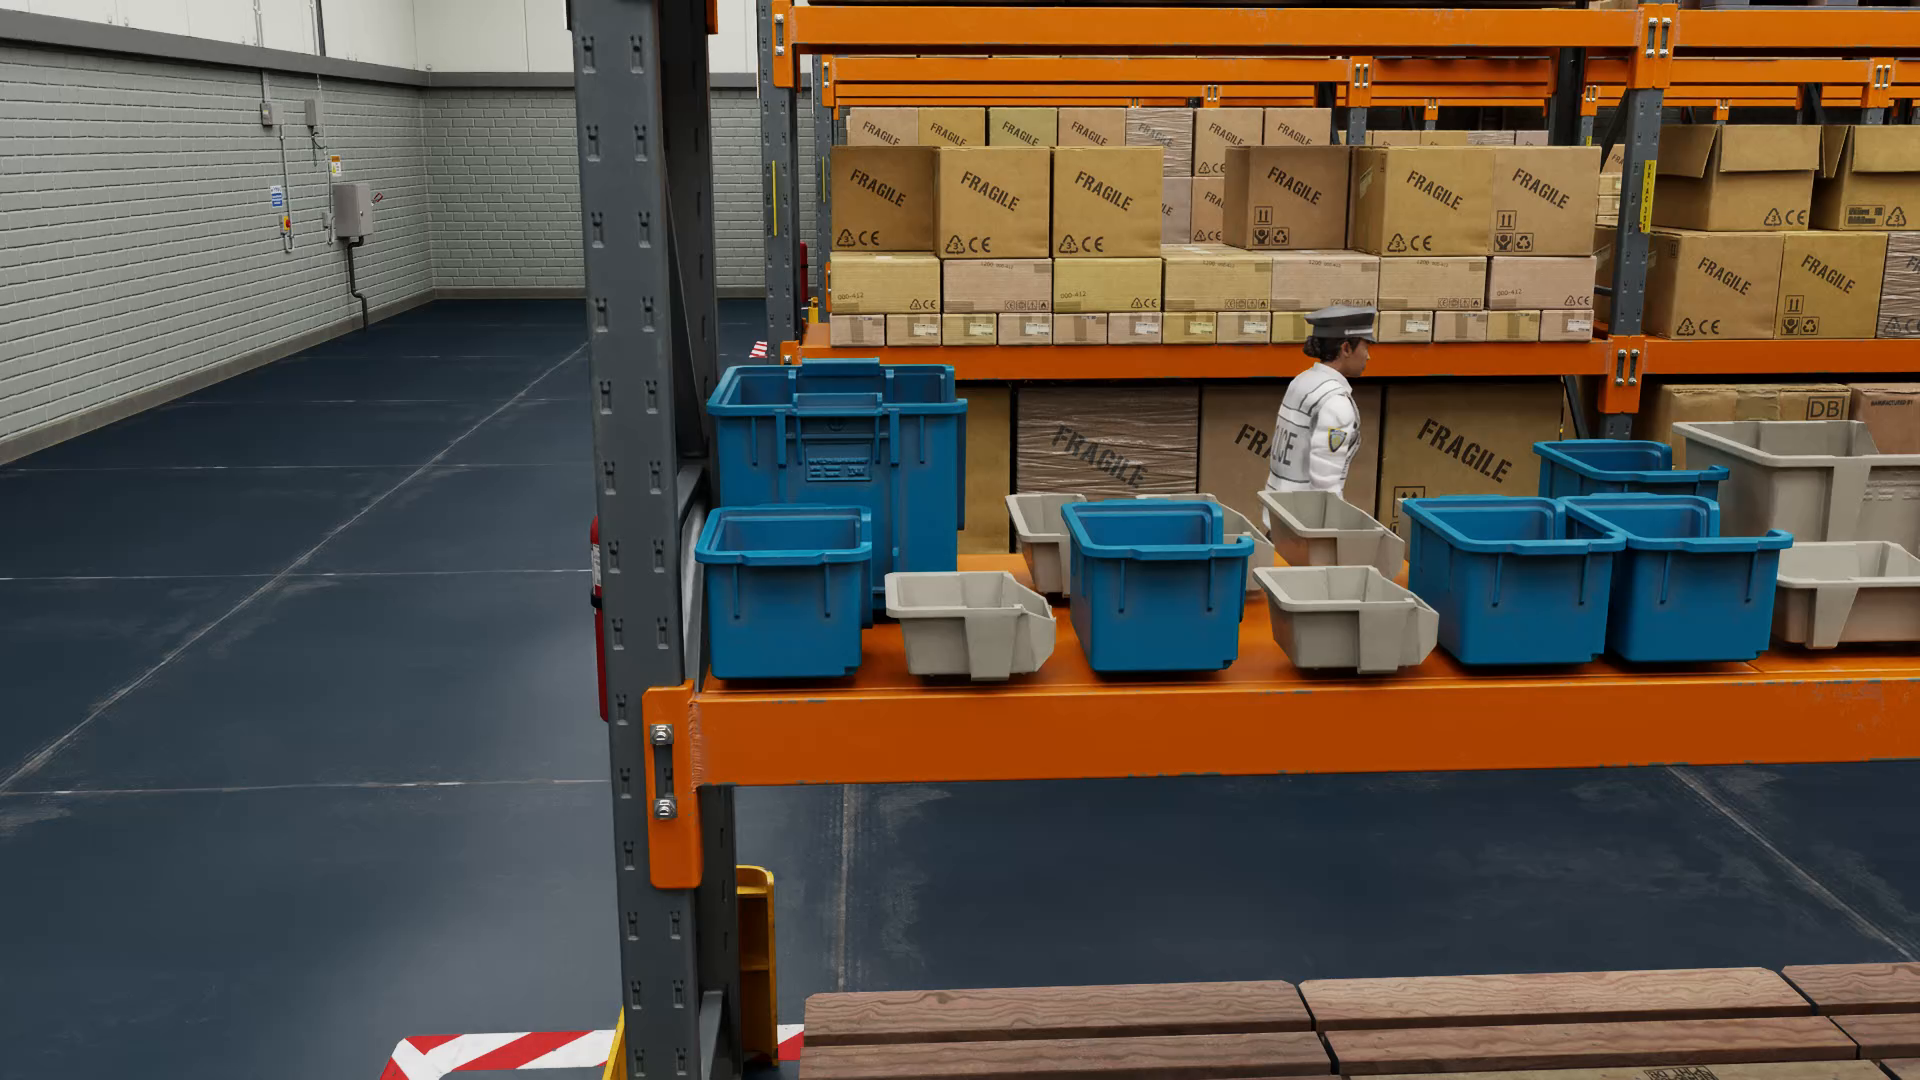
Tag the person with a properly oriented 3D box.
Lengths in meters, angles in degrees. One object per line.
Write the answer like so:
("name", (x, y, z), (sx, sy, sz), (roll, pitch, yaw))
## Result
("person", (1.302, -0.015, 6.066), (0.376, 1.654, 0.527), (-1, 14, -3))
